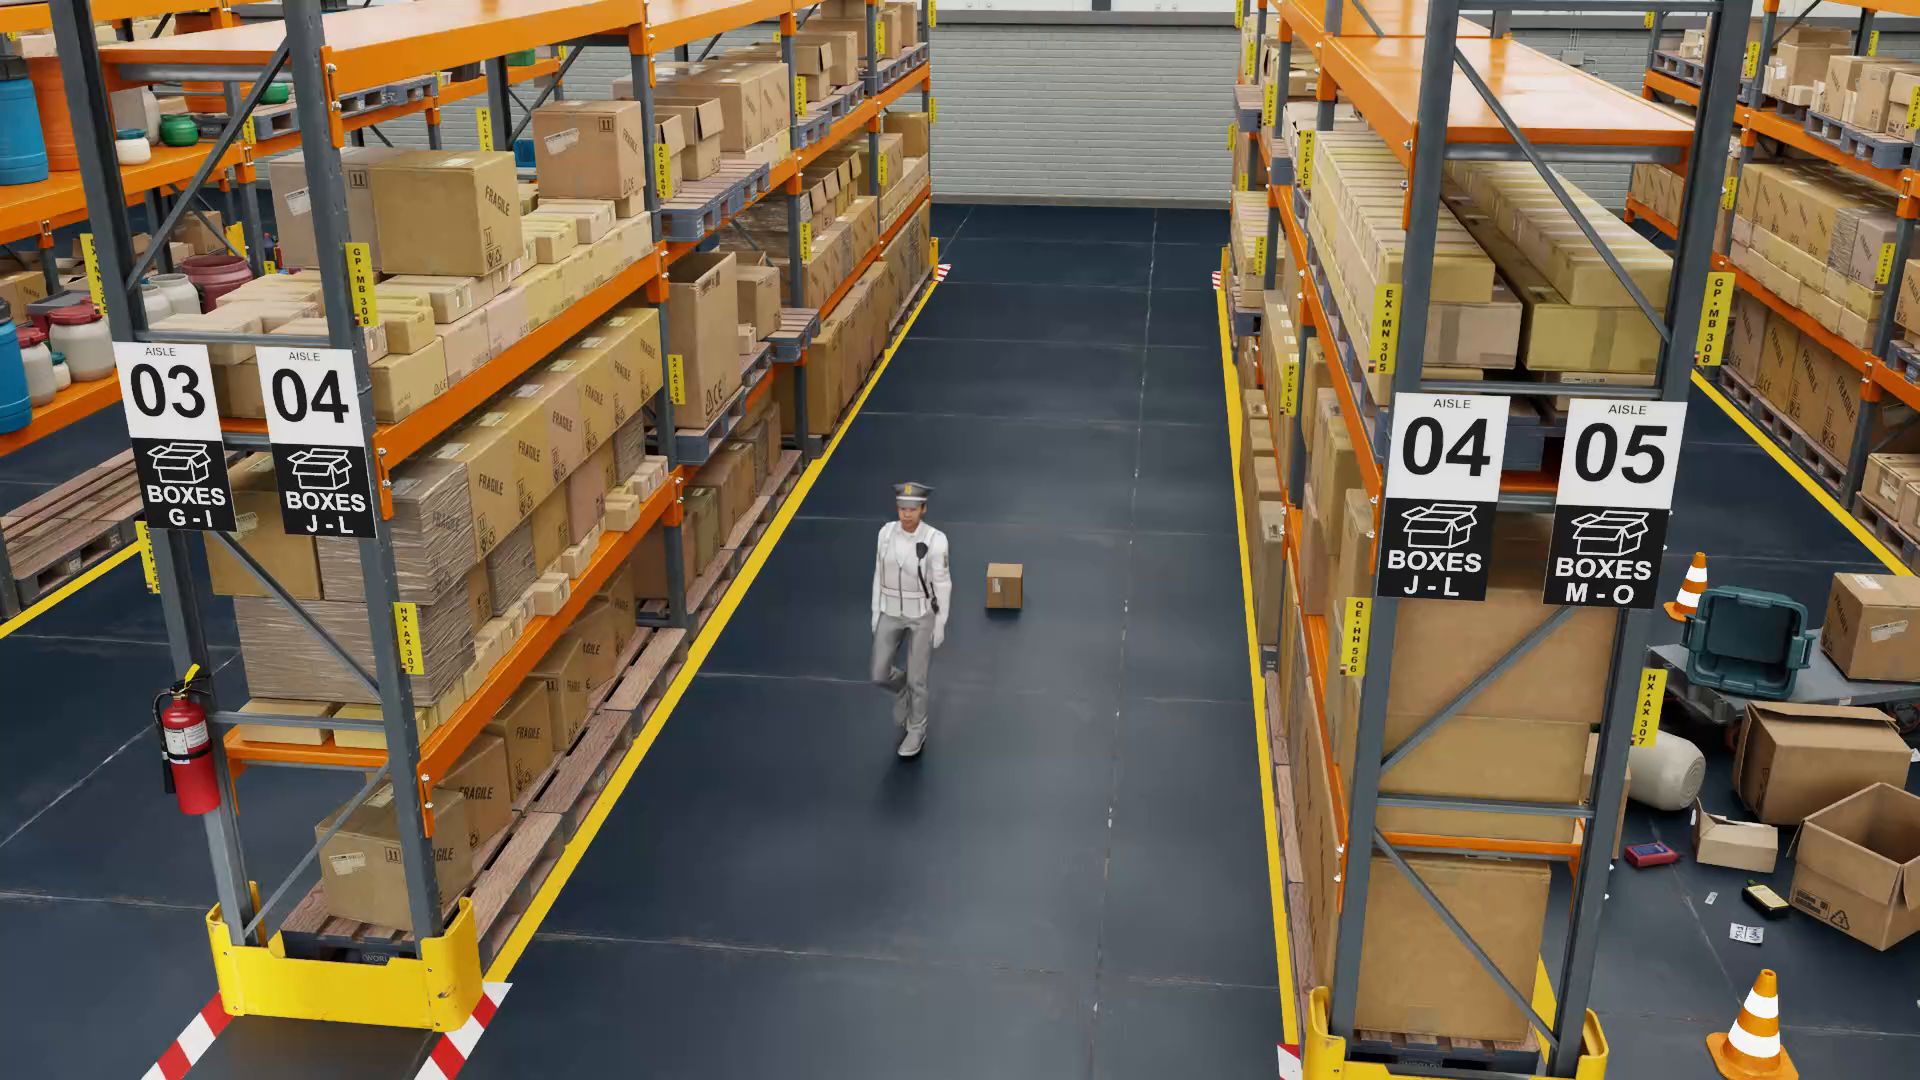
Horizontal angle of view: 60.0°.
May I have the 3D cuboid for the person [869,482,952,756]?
[{"bbox_3d":[-0.287,0.436,9.849,0.499,1.682,0.468,7,22,18],"label":"person"}]
